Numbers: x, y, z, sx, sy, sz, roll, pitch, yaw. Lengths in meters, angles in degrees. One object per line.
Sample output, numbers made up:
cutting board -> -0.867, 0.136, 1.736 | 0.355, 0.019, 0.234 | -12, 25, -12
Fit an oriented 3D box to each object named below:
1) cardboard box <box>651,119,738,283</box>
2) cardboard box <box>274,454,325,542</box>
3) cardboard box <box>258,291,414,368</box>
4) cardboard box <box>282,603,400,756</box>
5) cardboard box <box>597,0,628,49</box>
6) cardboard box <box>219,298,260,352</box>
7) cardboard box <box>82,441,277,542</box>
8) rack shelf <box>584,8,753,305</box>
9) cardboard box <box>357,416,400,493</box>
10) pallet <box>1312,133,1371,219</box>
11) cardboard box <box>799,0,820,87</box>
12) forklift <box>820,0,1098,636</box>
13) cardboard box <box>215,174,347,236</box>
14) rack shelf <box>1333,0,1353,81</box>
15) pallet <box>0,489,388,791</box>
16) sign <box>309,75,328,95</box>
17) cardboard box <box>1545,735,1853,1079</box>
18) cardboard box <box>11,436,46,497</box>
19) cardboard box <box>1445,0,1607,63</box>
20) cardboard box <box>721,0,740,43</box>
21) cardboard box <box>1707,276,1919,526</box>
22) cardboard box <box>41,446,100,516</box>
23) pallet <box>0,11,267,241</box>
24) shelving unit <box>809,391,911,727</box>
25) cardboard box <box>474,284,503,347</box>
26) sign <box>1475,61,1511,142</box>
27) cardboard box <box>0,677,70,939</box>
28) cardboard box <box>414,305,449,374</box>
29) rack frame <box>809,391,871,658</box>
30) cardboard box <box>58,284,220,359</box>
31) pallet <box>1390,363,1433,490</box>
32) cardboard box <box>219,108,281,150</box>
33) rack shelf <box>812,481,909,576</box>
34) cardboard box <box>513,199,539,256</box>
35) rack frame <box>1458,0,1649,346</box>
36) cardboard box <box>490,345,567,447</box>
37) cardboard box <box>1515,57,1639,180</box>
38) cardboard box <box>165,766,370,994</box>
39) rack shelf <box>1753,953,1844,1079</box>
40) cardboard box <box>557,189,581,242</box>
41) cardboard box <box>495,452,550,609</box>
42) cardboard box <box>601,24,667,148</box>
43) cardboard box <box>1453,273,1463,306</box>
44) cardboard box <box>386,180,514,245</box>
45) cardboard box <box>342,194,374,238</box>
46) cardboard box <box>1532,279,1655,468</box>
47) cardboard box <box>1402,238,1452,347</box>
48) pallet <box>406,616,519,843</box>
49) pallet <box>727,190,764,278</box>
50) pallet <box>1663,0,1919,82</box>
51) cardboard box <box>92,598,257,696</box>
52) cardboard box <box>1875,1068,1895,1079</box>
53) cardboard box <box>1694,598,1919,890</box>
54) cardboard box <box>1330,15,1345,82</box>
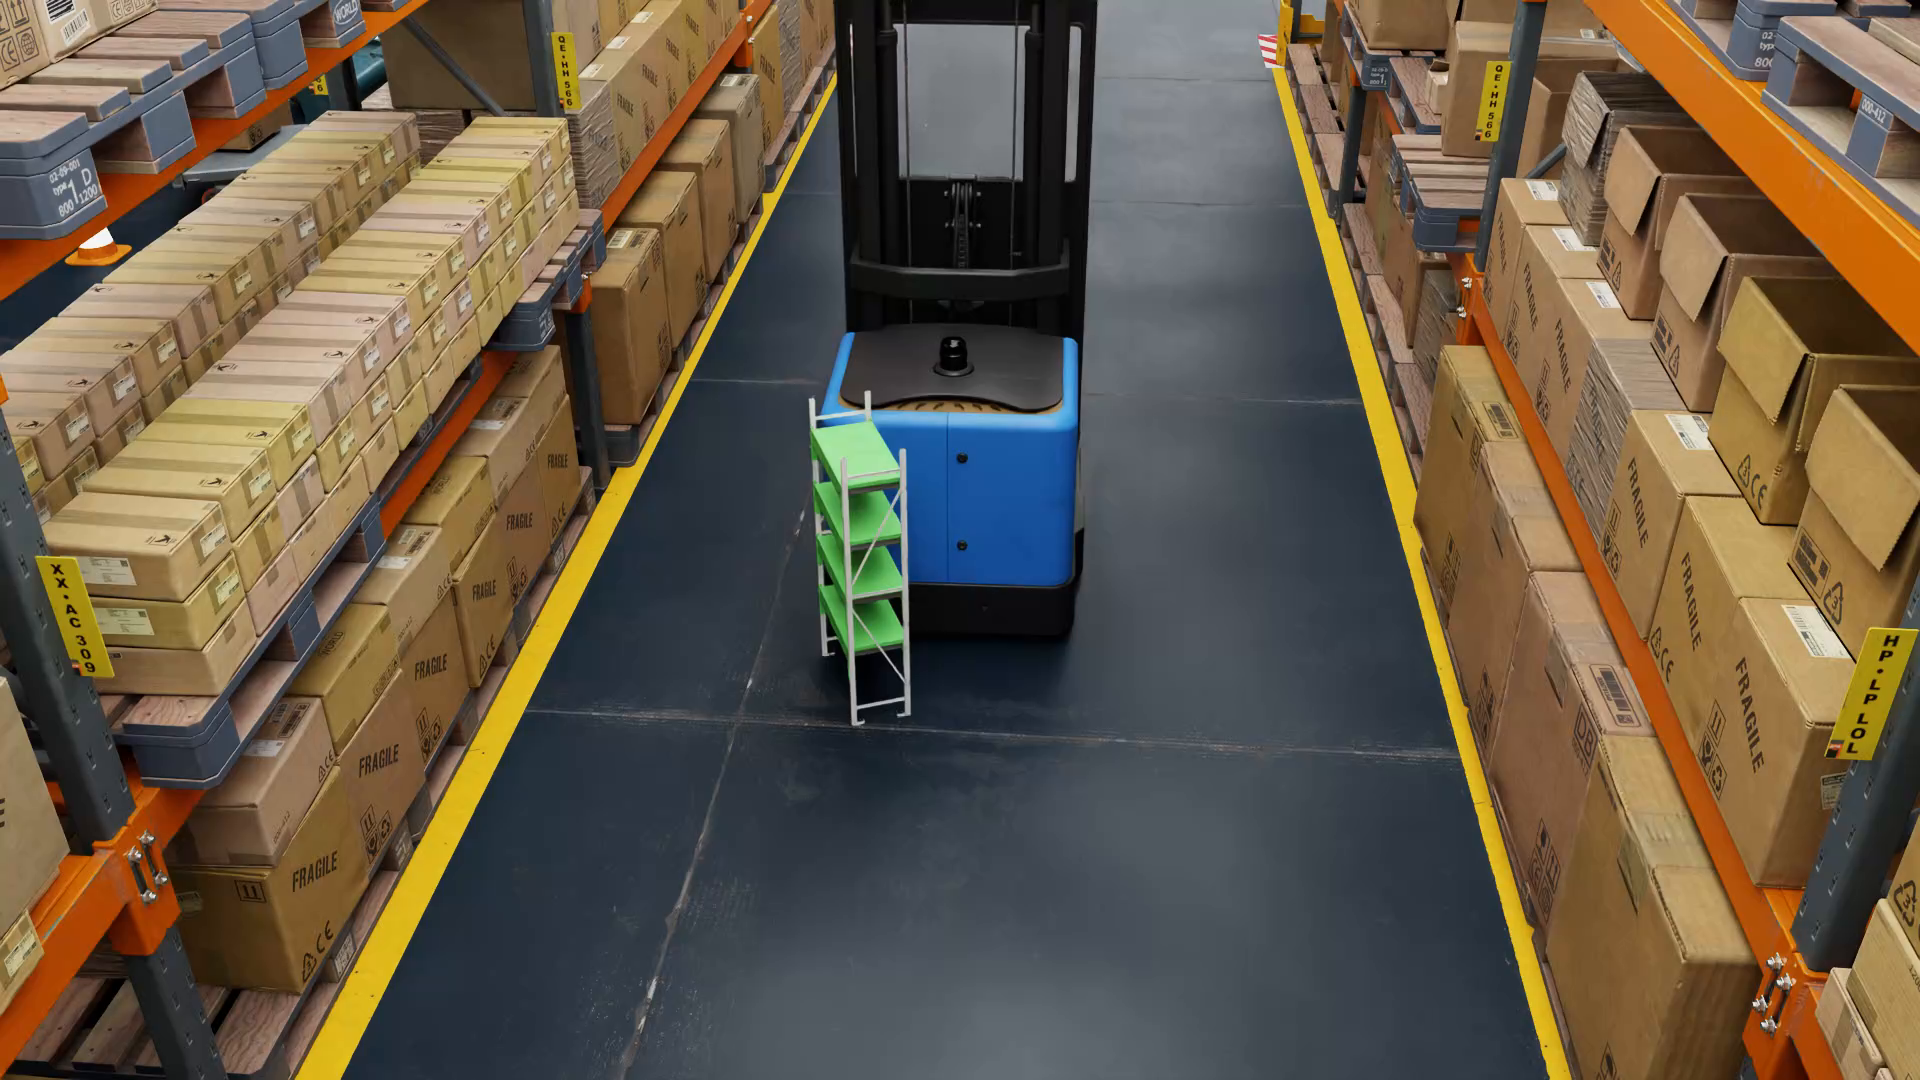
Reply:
cardboard box -> -1.946, -2.045, 9.954 | 1.050, 0.750, 0.750 | 2, 32, 4
cardboard box -> -2.024, -0.129, 4.656 | 0.380, 0.149, 0.250 | 3, 32, 5
cardboard box -> -1.960, -0.661, 5.236 | 0.380, 0.149, 0.250 | 4, 32, 6
cardboard box -> -2.190, 0.439, 5.446 | 0.500, 0.250, 0.500 | 3, 32, 5
cardboard box -> -2.103, -2.801, 8.387 | 0.700, 0.500, 0.500 | 2, 32, 3
cardboard box -> -2.590, -0.705, 5.590 | 0.380, 0.149, 0.250 | 4, 32, 6
cardboard box -> -2.047, -0.131, 4.376 | 0.380, 0.149, 0.250 | 3, 32, 5
rack shelf -> -2.066, -2.305, 9.317 | 1.077, 0.370, 4.000 | 2, 32, 4
cardboard box -> -1.981, -0.272, 5.171 | 0.380, 0.149, 0.250 | 1, 32, 2
pallet -> 3.052, -2.558, 11.699 | 1.003, 0.211, 1.213 | 2, 32, 4
cardboard box -> -1.636, -4.205, 13.339 | 0.875, 0.875, 0.875 | 2, 32, 3
forklift -> 0.039, -1.591, 7.538 | 1.130, 2.935, 3.031 | 2, 32, 3
cardboard box -> -2.525, -1.250, 6.191 | 0.380, 0.149, 0.250 | 1, 32, 2
rack shelf -> 3.195, -4.132, 12.281 | 1.077, 0.370, 4.000 | 2, 32, 4
pallet -> -2.347, 0.215, 4.726 | 1.003, 0.211, 1.213 | 2, 32, 4
sign -> -2.782, -2.080, 7.163 | 0.100, 0.325, 0.005 | 2, 32, 4
cardboard box -> 2.413, 1.181, 4.599 | 1.225, 0.875, 0.875 | 3, 32, 4
cardboard box -> -2.695, -0.158, 4.419 | 0.380, 0.149, 0.250 | 2, 32, 3
cardboard box -> 2.983, -2.704, 8.781 | 0.797, 0.503, 0.637 | 6, 32, 9
cardboard box -> -1.679, -3.415, 10.337 | 0.500, 0.500, 0.500 | 2, 32, 4
cardboard box -> 2.492, -0.371, 4.442 | 0.797, 0.503, 0.637 | 3, 32, 5
cardboard box -> -2.675, -0.156, 4.700 | 0.380, 0.149, 0.250 | 4, 32, 6
pallet -> -2.398, -0.989, 3.816 | 1.213, 0.211, 1.003 | 2, 32, 4
shelving unit -> -0.386, 0.081, 6.475 | 0.258, 1.200, 0.503 | -9, 33, -15
cardboard box -> -1.897, -0.824, 6.068 | 0.380, 0.149, 0.250 | 1, 32, 2
sign -> 2.165, -1.778, 6.748 | 0.100, 0.325, 0.005 | 2, 32, 4
cardboard box -> -2.312, 0.622, 3.503 | 0.500, 0.500, 0.500 | 3, 32, 4
cardboard box -> -1.939, -0.676, 5.544 | 0.380, 0.149, 0.250 | 2, 32, 3
rack frame -> -0.461, -0.041, 6.673 | 0.240, 1.200, 0.015 | -9, 33, -15
cardboard box -> -2.609, -0.698, 5.296 | 0.380, 0.149, 0.250 | 1, 32, 2
pallet -> 2.772, -0.522, 8.396 | 1.003, 0.211, 1.213 | 2, 32, 4
cardboard box -> -5.068, -3.013, 11.441 | 0.500, 0.500, 0.500 | 2, 32, 4
rack shelf -> -0.386, -0.069, 6.383 | 0.258, 0.148, 0.480 | -9, 33, -15
cardboard box -> -1.854, -1.209, 6.408 | 0.380, 0.149, 0.250 | 3, 32, 5
rack frame -> 2.707, -1.301, 7.001 | 1.000, 3.000, 0.127 | 2, 32, 4
cardboard box -> -2.023, -0.630, 7.181 | 0.500, 0.250, 0.500 | 2, 32, 3
cardboard box -> 2.711, -1.806, 7.326 | 0.500, 0.500, 0.500 | -1, 32, -2
cardboard box -> -2.230, 1.037, 5.191 | 0.500, 0.500, 0.500 | 4, 32, 6
rack shelf -> 2.218, 2.143, 2.099 | 1.077, 0.370, 4.000 | 2, 32, 4
cardboard box -> -1.811, -1.359, 6.936 | 0.380, 0.149, 0.250 | 3, 32, 5
cardboard box -> -2.068, -0.053, 6.960 | 0.500, 0.500, 0.500 | 4, 32, 6
cardboard box -> -1.843, -2.361, 8.626 | 0.500, 0.500, 0.500 | 2, 32, 4
cardboard box -> 2.764, -1.372, 8.366 | 0.500, 0.250, 0.500 | 6, 32, 10
cardboard box -> -1.874, -1.207, 6.121 | 0.380, 0.149, 0.250 | 3, 32, 5
cardboard box -> -2.507, -1.238, 6.455 | 0.380, 0.149, 0.250 | 2, 32, 2
cardboard box -> 2.318, -0.563, 5.709 | 0.500, 0.500, 0.500 | 2, 32, 3
cardboard box -> 2.813, -1.362, 9.065 | 0.700, 0.500, 0.500 | 5, 32, 8
pallet -> -2.396, 0.667, 6.467 | 1.003, 0.211, 1.213 | 2, 32, 4
pallet -> -1.891, -2.063, 10.896 | 1.003, 0.211, 1.213 | 2, 32, 4
pallet -> 2.619, -1.573, 4.765 | 1.003, 0.211, 1.213 | 4, 32, 6
cardboard box -> -2.064, 0.268, 4.295 | 0.380, 0.149, 0.250 | 1, 32, 2
cardboard box -> 2.004, 1.176, 3.222 | 0.380, 0.149, 0.250 | 1, 32, 2
cardboard box -> 2.147, 0.492, 3.997 | 0.500, 0.500, 0.500 | 3, 32, 4
cardboard box -> 3.276, -3.959, 13.297 | 0.500, 0.500, 0.500 | 11, 33, 17
